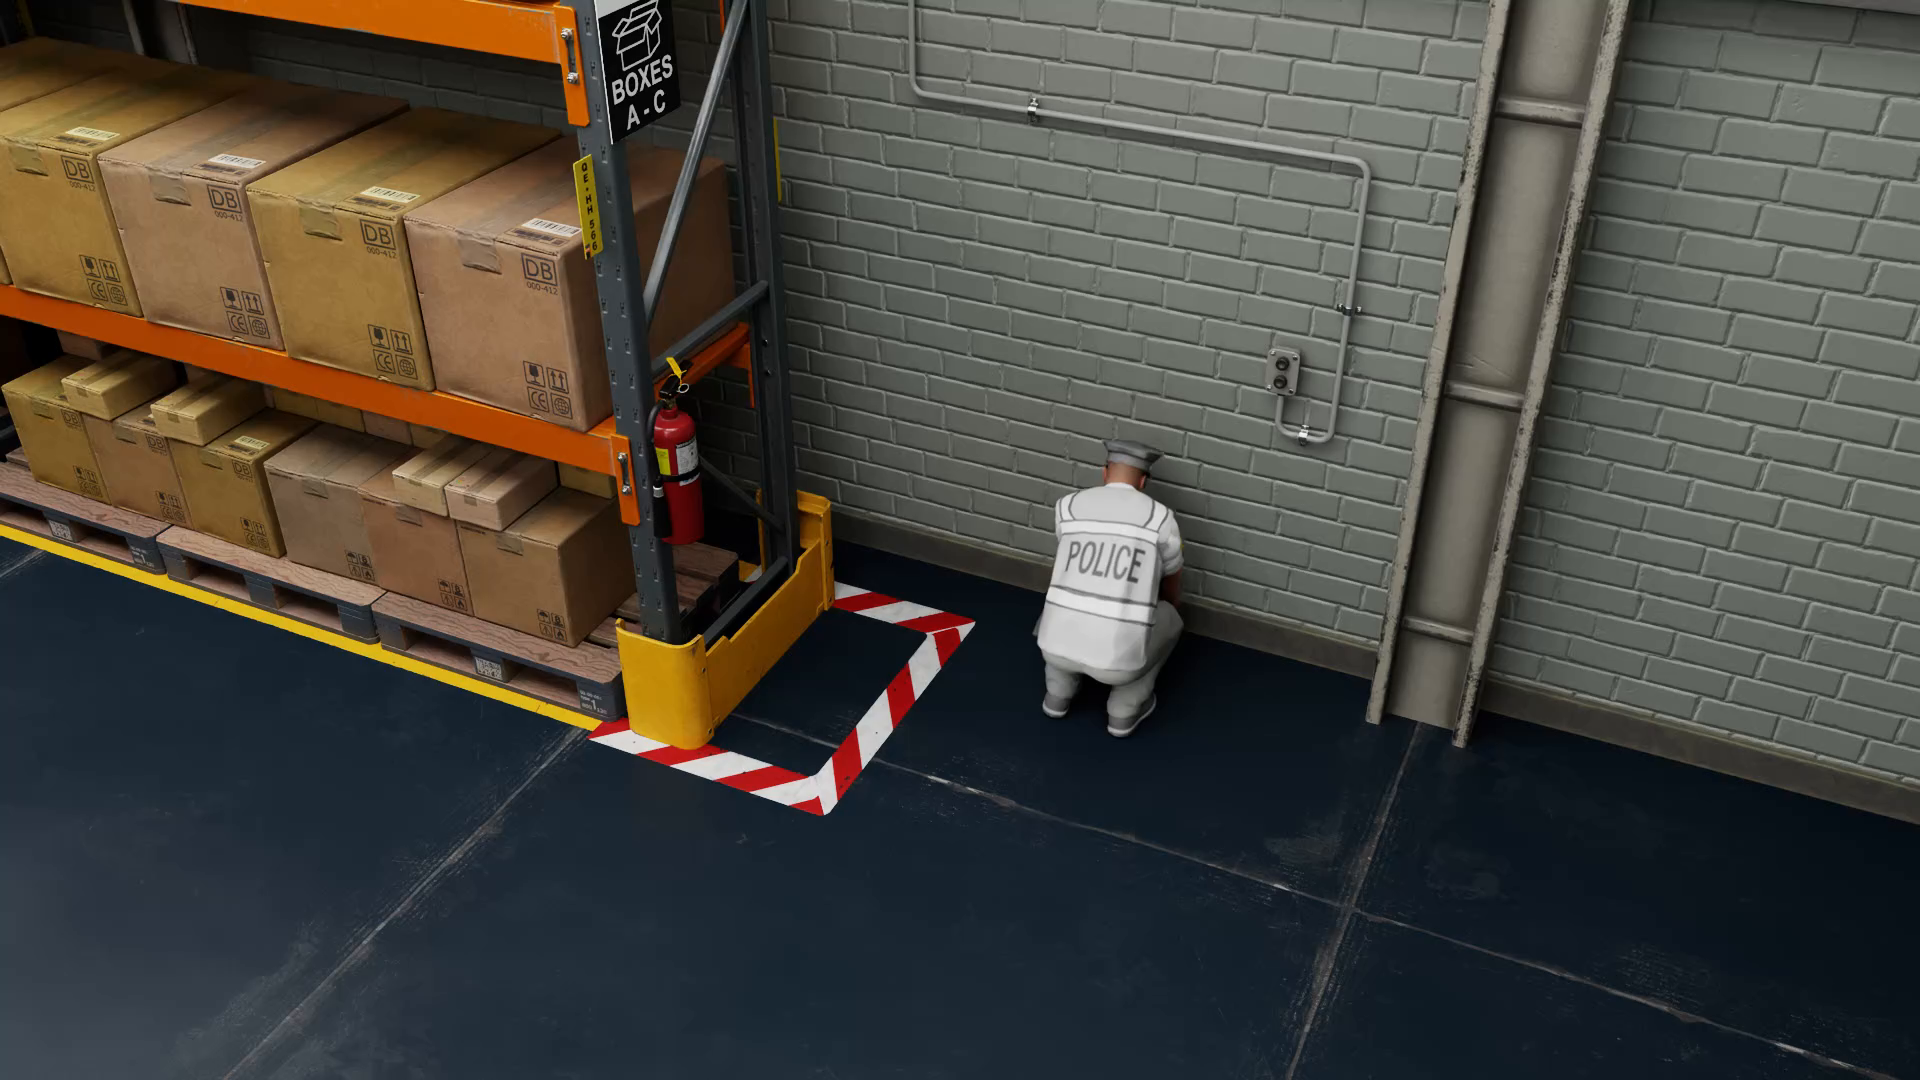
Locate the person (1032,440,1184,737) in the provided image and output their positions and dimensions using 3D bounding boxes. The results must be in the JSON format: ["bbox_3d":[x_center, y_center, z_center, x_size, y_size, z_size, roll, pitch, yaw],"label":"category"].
[{"bbox_3d":[0.605,0.178,6.544,0.545,1.021,0.911,14,36,20],"label":"person"}]
